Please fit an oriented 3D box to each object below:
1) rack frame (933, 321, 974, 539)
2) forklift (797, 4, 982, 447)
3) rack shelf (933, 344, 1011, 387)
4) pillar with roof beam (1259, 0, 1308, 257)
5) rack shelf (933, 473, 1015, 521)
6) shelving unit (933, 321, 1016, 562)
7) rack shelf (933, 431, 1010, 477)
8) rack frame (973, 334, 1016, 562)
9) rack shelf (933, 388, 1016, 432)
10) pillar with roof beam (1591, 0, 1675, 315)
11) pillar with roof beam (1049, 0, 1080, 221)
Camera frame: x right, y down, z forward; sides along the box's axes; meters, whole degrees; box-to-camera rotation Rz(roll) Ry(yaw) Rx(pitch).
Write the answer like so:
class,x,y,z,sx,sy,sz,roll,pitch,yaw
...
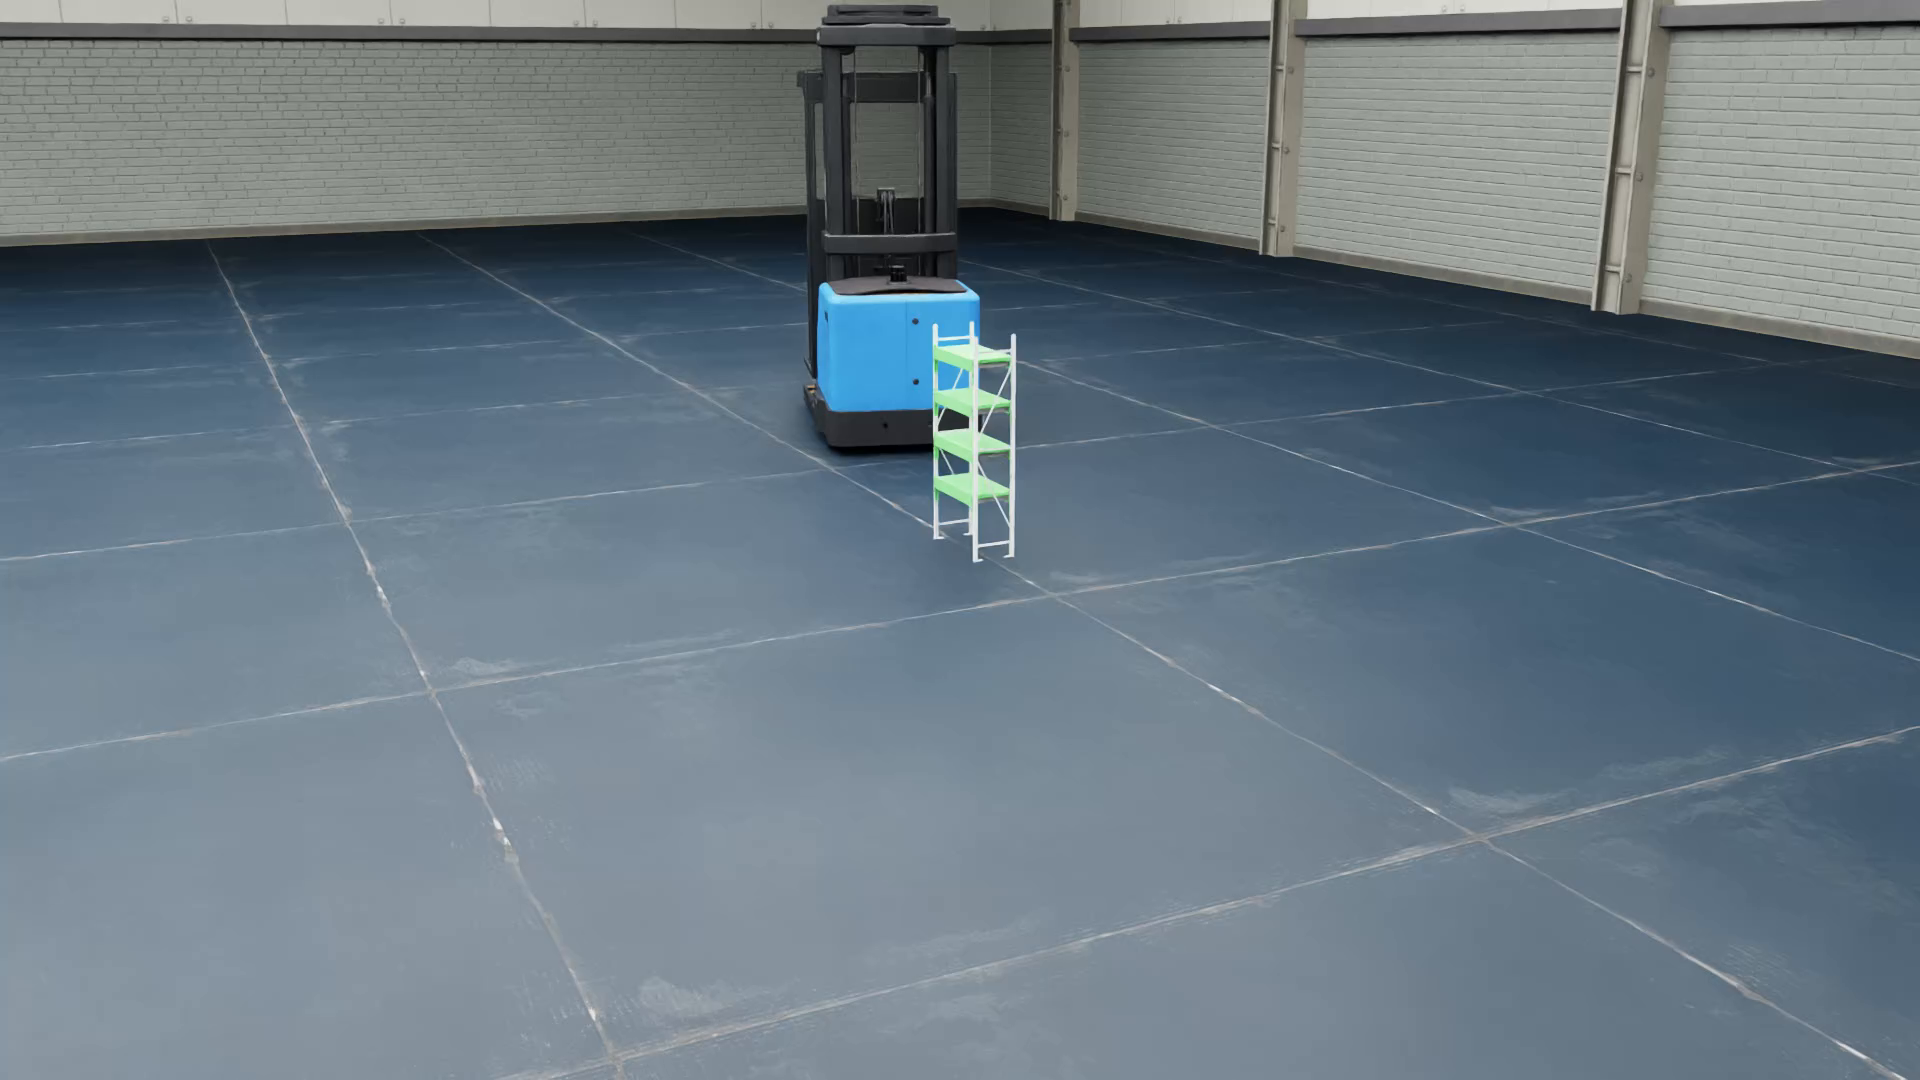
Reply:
class,x,y,z,sx,sy,sz,roll,pitch,yaw
rack frame,-0.034,-0.596,9.153,0.240,1.200,0.015,-8,18,-25
forklift,-0.604,-2.396,12.287,1.130,2.935,3.031,-3,16,-9
rack shelf,0.072,-0.936,8.827,0.258,0.148,0.480,-8,18,-25
pillar with roof beam,0.496,-7.733,19.883,9.100,9.000,0.400,-8,18,-25
rack shelf,0.073,-0.244,9.026,0.258,0.148,0.480,-8,18,-25
shelving unit,0.073,-0.536,8.942,0.258,1.200,0.503,-8,18,-25
rack shelf,0.073,-0.474,8.960,0.258,0.148,0.480,-8,18,-25
rack frame,0.179,-0.475,8.731,0.240,1.200,0.015,-8,18,-25
rack shelf,0.073,-0.705,8.894,0.258,0.148,0.480,-8,18,-25
pillar with roof beam,3.125,-6.245,14.699,9.100,9.000,0.400,-8,18,-25
pillar with roof beam,-2.132,-9.221,25.068,9.100,9.000,0.400,-8,18,-25
